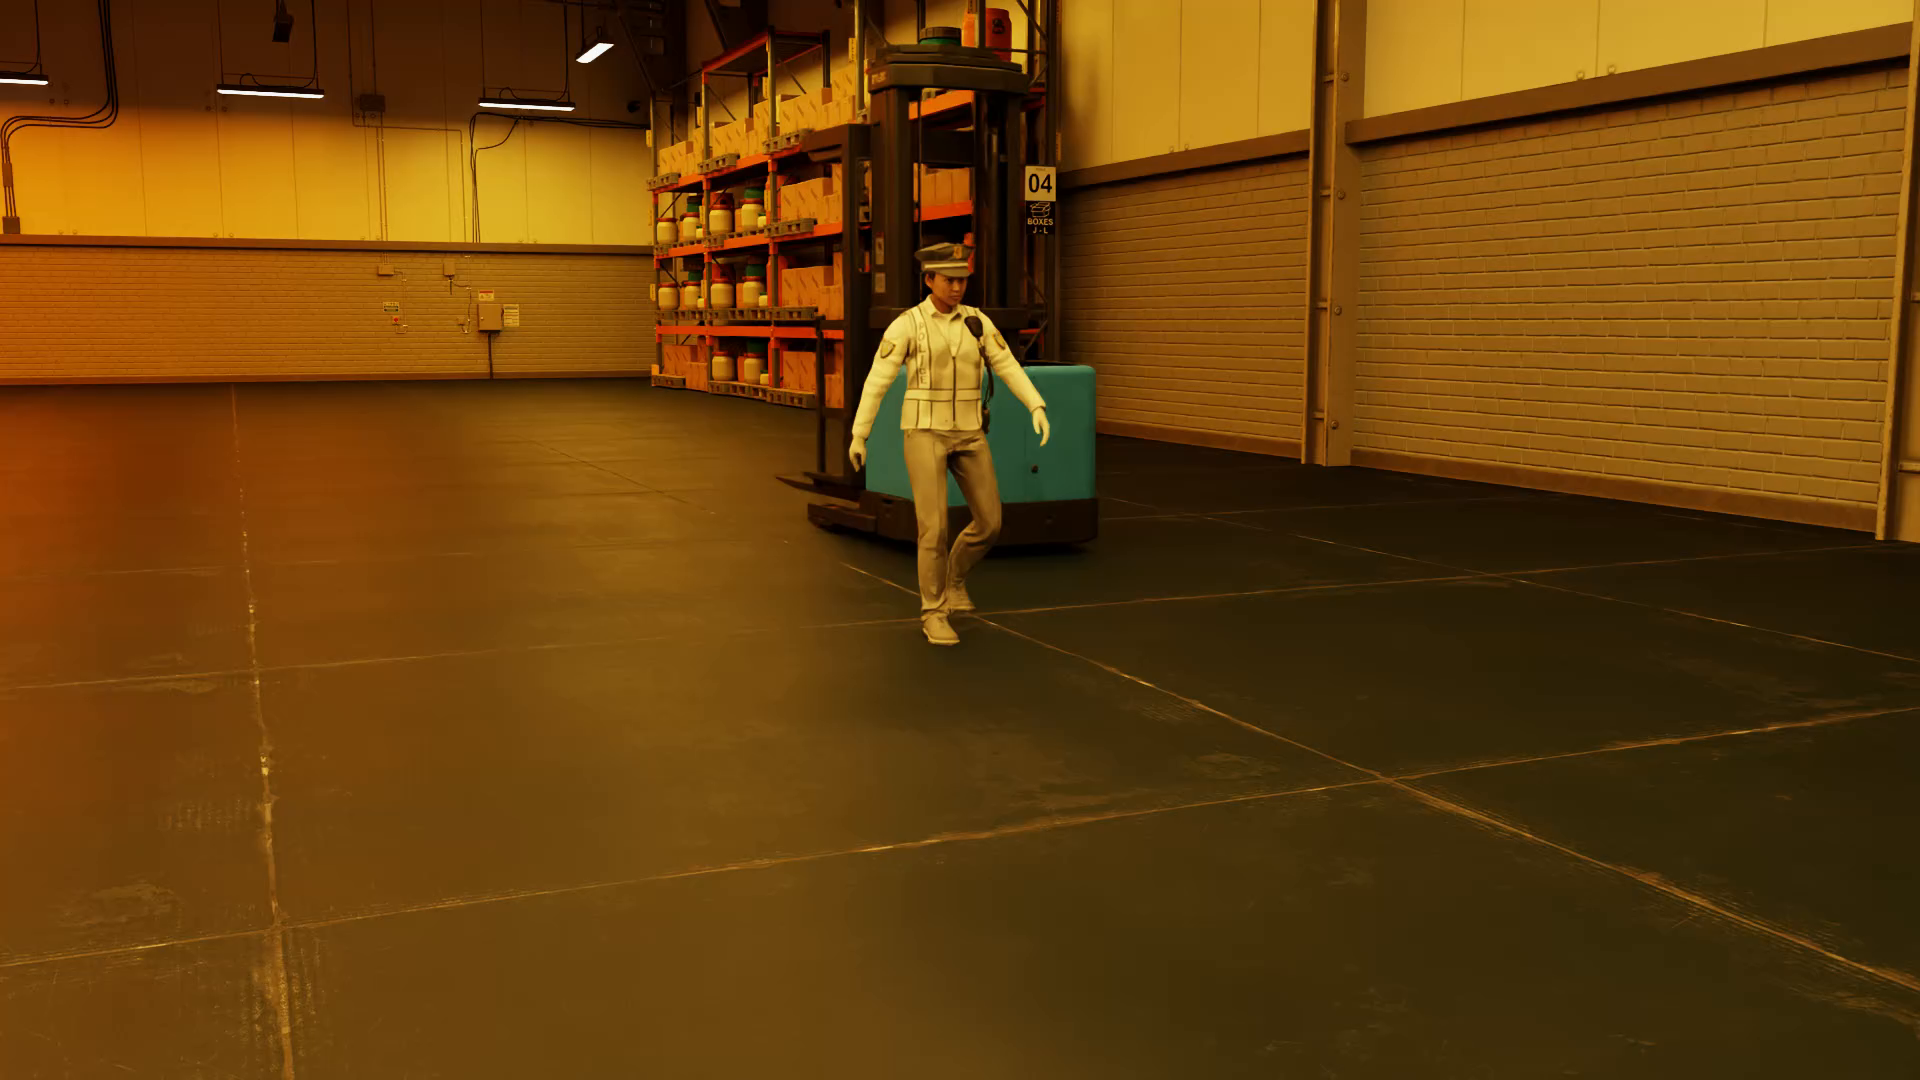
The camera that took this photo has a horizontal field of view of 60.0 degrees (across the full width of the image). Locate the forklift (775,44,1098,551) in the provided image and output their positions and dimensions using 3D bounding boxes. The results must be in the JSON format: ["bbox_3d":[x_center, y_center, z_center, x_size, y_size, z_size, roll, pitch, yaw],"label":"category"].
[{"bbox_3d":[-0.330,-1.531,10.553,1.130,2.935,3.031,-4,8,-27],"label":"forklift"}]

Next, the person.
[{"bbox_3d":[-0.063,-0.412,7.004,0.753,1.652,0.591,-3,8,-23],"label":"person"}]
